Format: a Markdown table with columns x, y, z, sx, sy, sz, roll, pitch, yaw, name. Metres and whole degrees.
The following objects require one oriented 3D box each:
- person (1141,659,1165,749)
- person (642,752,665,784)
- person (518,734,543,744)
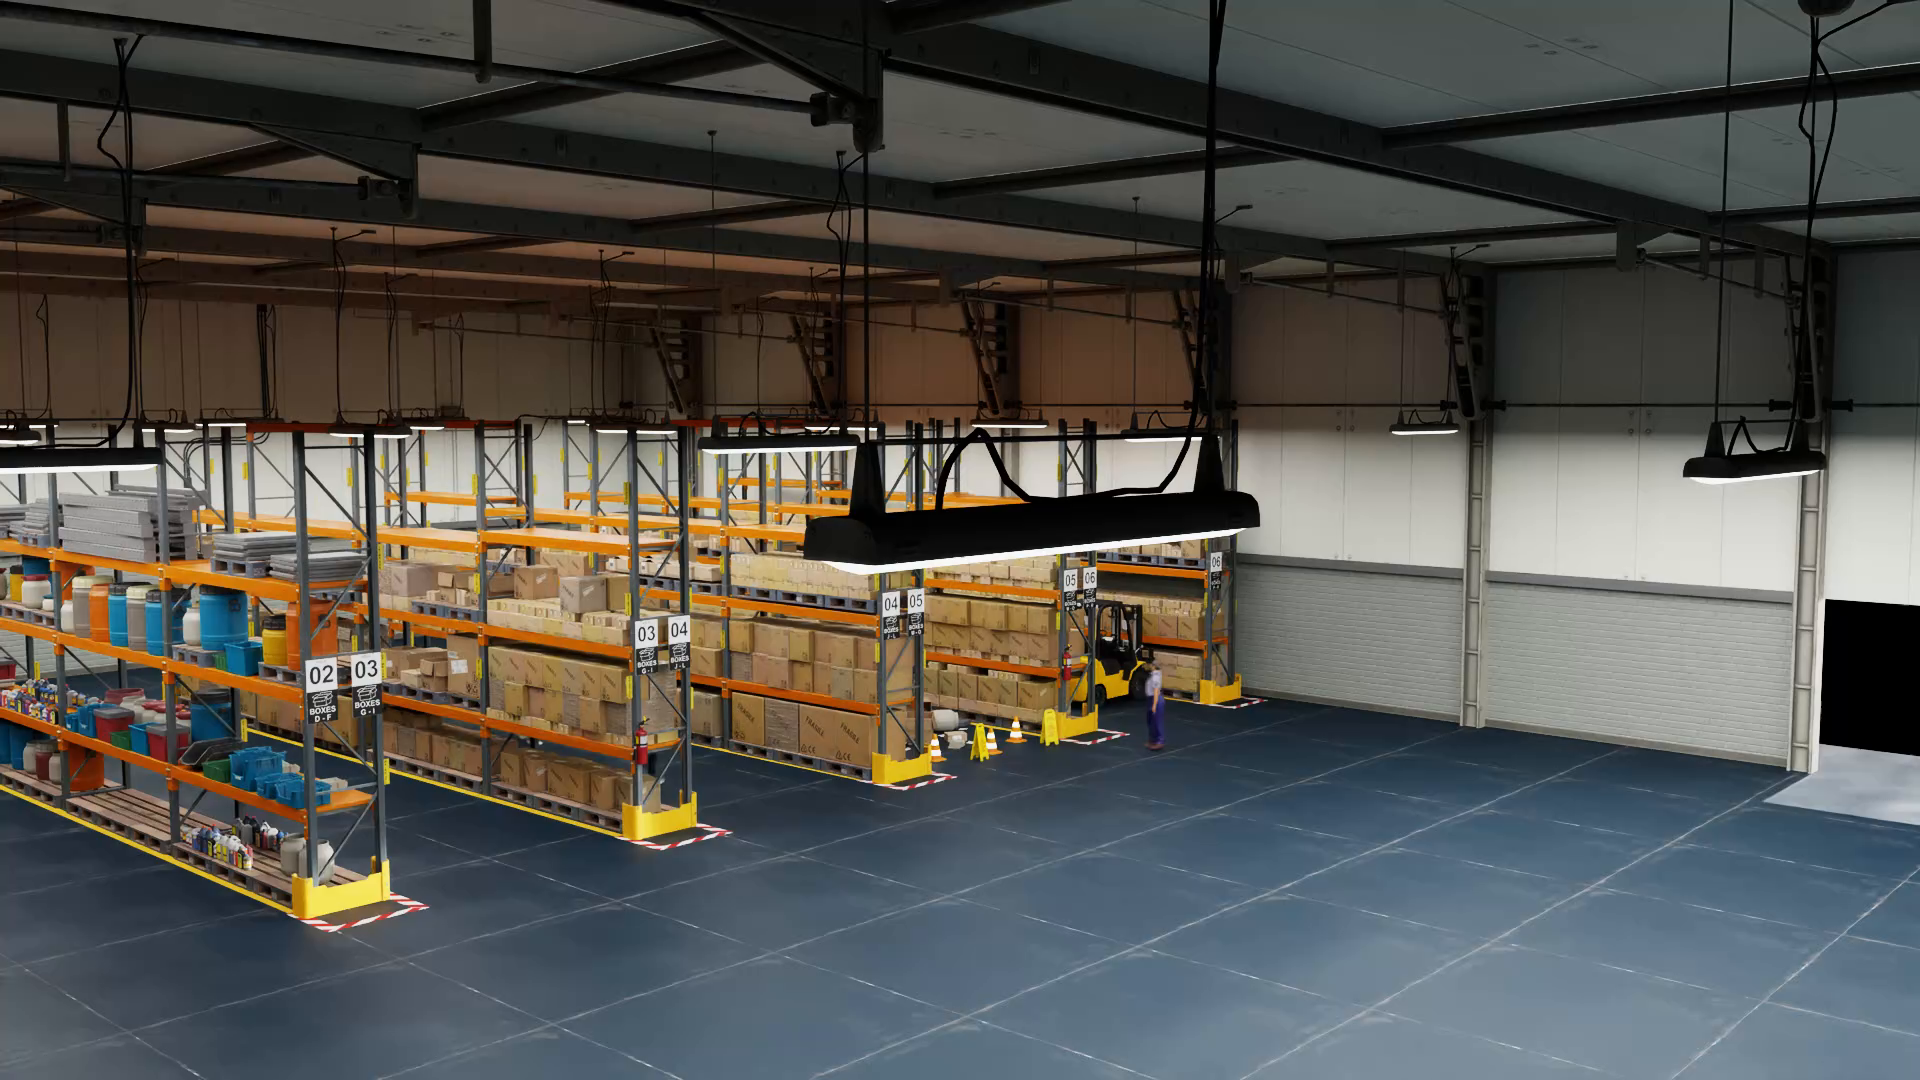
| x | y | z | sx | sy | sz | roll | pitch | yaw | name |
| --- | --- | --- | --- | --- | --- | --- | --- | --- | --- |
| 3.570 | 3.016 | 30.589 | 0.379 | 1.665 | 0.521 | -1 | 5 | -13 | person |
| -5.128 | 3.299 | 27.480 | 0.580 | 1.580 | 0.445 | -2 | 5 | -23 | person |
| -8.123 | 3.018 | 31.045 | 0.669 | 1.594 | 0.497 | 0 | 5 | 3 | person |
